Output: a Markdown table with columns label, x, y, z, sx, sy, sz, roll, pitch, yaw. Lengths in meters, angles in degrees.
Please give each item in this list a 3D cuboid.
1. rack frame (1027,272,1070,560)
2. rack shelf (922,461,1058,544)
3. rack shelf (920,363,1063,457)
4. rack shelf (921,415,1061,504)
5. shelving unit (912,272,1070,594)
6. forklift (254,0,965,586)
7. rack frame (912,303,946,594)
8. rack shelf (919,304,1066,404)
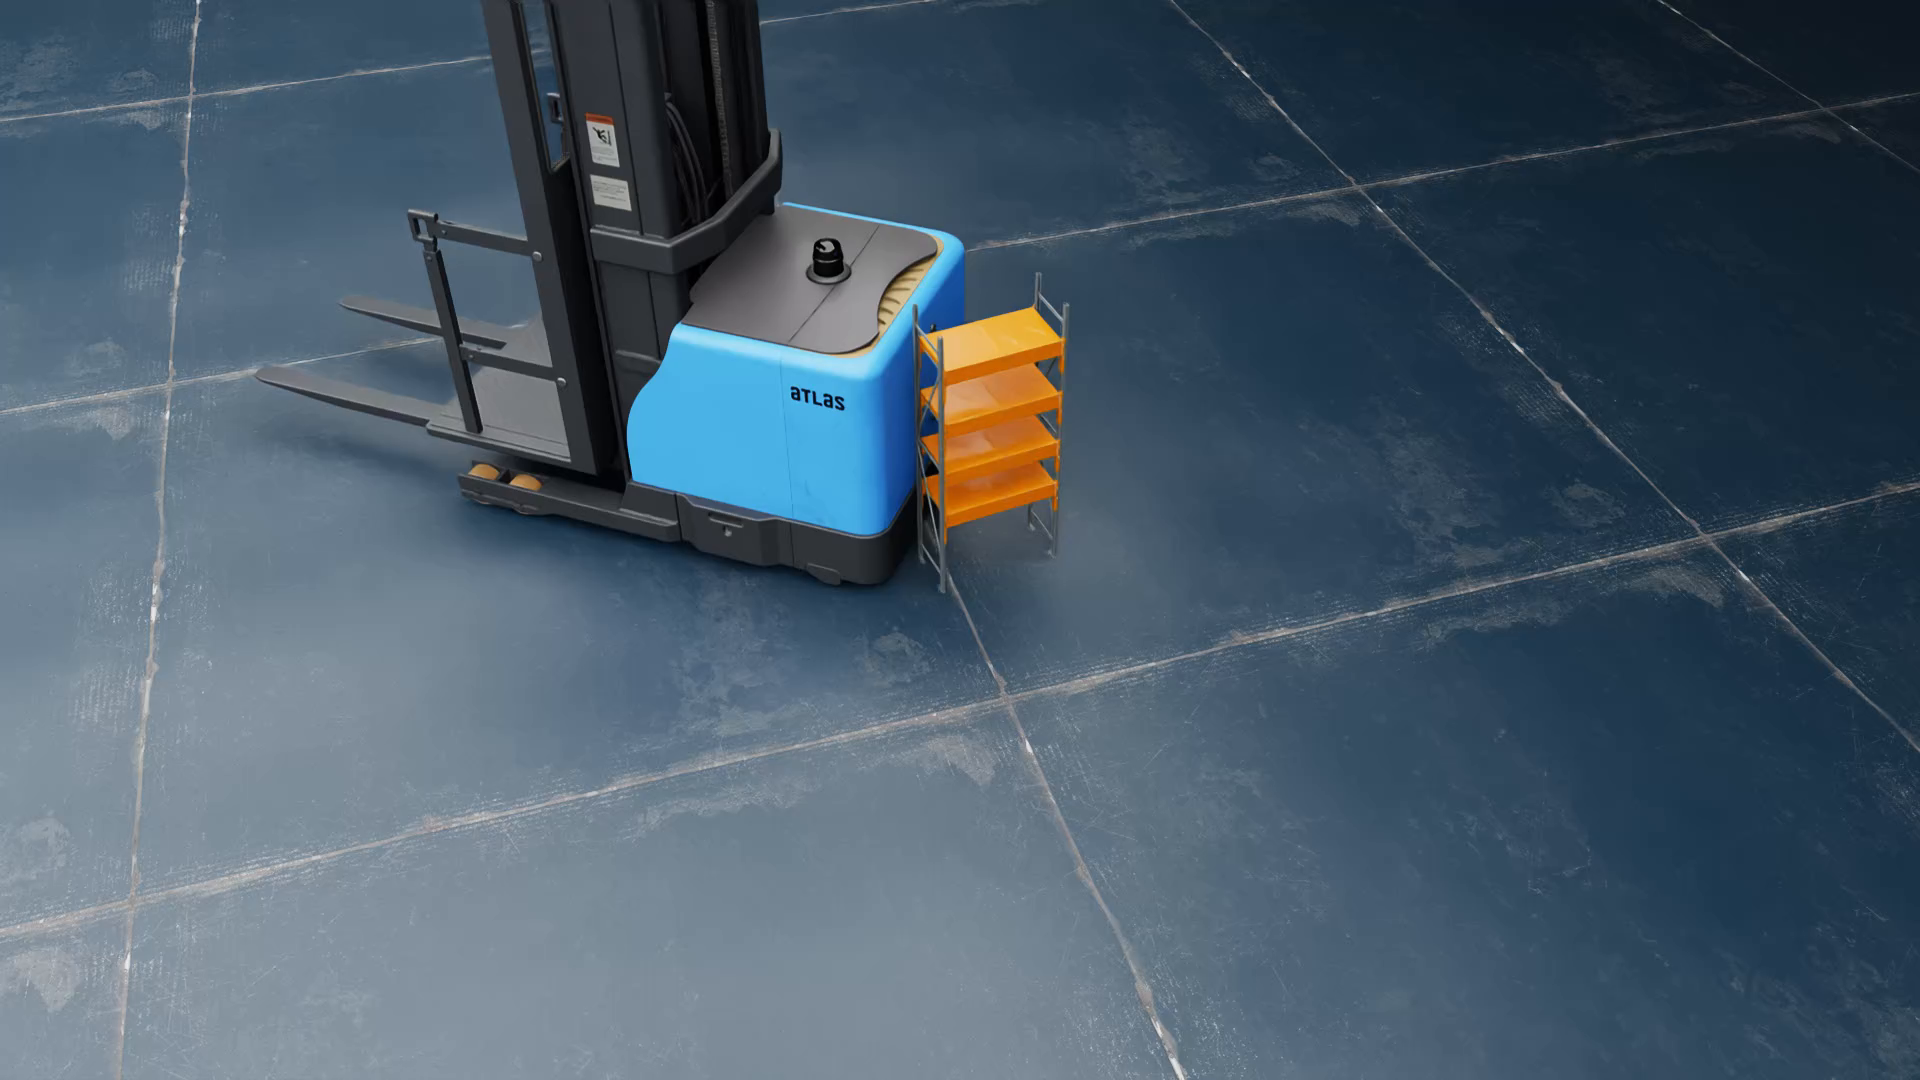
| label | x | y | z | sx | sy | sz | roll | pitch | yaw |
| --- | --- | --- | --- | --- | --- | --- | --- | --- | --- |
| rack frame | 0.331 | -0.447 | 6.350 | 0.015 | 1.200 | 0.240 | -17 | 44 | -18 |
| rack shelf | 0.109 | -0.180 | 6.448 | 0.480 | 0.148 | 0.258 | -17 | 44 | -18 |
| rack shelf | 0.109 | -0.498 | 6.170 | 0.480 | 0.148 | 0.258 | -17 | 44 | -18 |
| rack shelf | 0.109 | -0.329 | 6.317 | 0.480 | 0.148 | 0.258 | -17 | 44 | -18 |
| shelving unit | 0.109 | -0.380 | 6.273 | 0.503 | 1.200 | 0.258 | -17 | 44 | -18 |
| forklift | -1.539 | -1.520 | 6.262 | 3.031 | 2.935 | 1.130 | 13 | 43 | 15 |
| rack frame | -0.113 | -0.313 | 6.196 | 0.015 | 1.200 | 0.240 | -17 | 44 | -18 |
| rack shelf | 0.109 | -0.676 | 6.014 | 0.480 | 0.148 | 0.258 | -17 | 44 | -18 |
